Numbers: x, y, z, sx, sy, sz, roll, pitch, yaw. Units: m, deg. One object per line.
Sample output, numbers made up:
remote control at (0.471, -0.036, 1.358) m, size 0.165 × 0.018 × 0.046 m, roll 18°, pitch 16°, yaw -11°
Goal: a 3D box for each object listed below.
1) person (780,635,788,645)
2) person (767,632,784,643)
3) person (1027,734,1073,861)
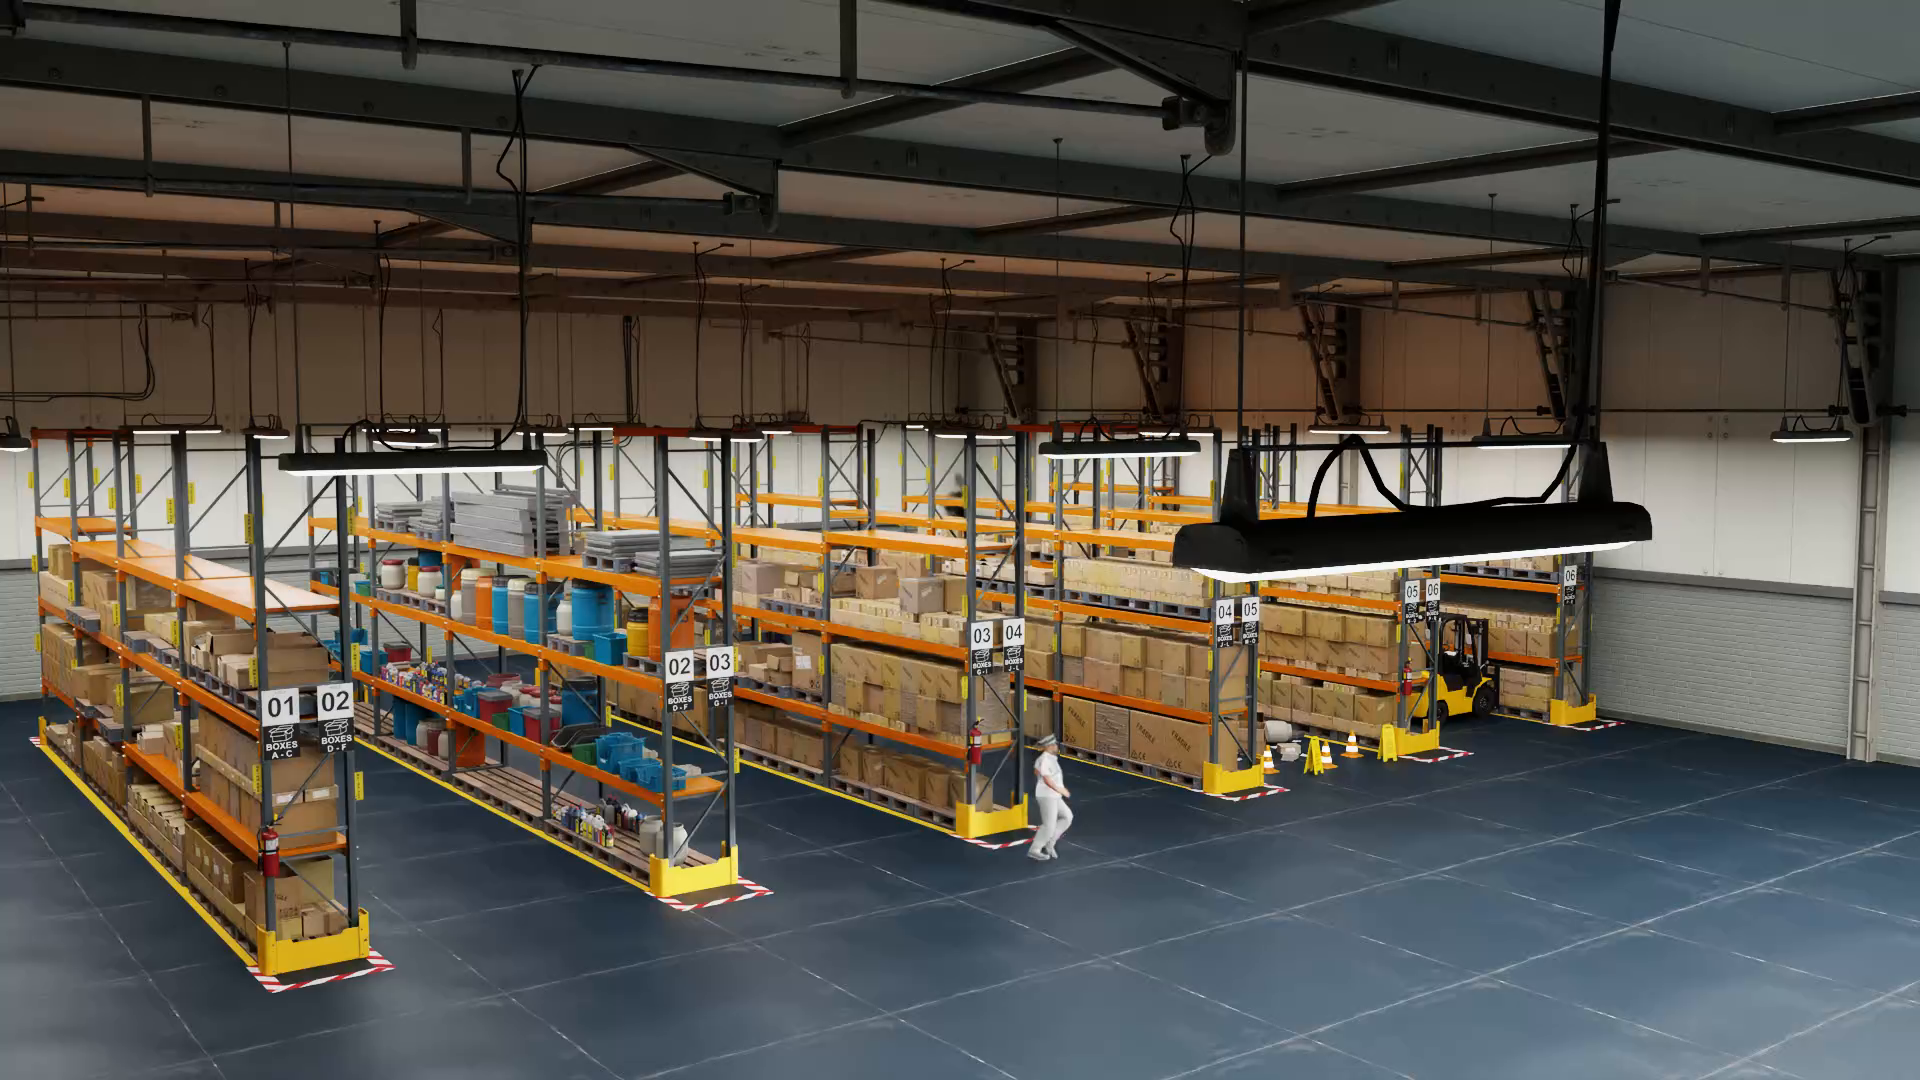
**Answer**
person at (-4.698, 2.106, 42.497) m, size 0.864 × 1.838 × 0.593 m, roll -3°, pitch 5°, yaw -34°
person at (-4.628, 2.276, 41.718) m, size 0.520 × 1.574 × 0.641 m, roll 1°, pitch 5°, yaw 8°
person at (1.283, 3.627, 23.531) m, size 0.623 × 1.754 × 0.722 m, roll 0°, pitch 5°, yaw 6°
